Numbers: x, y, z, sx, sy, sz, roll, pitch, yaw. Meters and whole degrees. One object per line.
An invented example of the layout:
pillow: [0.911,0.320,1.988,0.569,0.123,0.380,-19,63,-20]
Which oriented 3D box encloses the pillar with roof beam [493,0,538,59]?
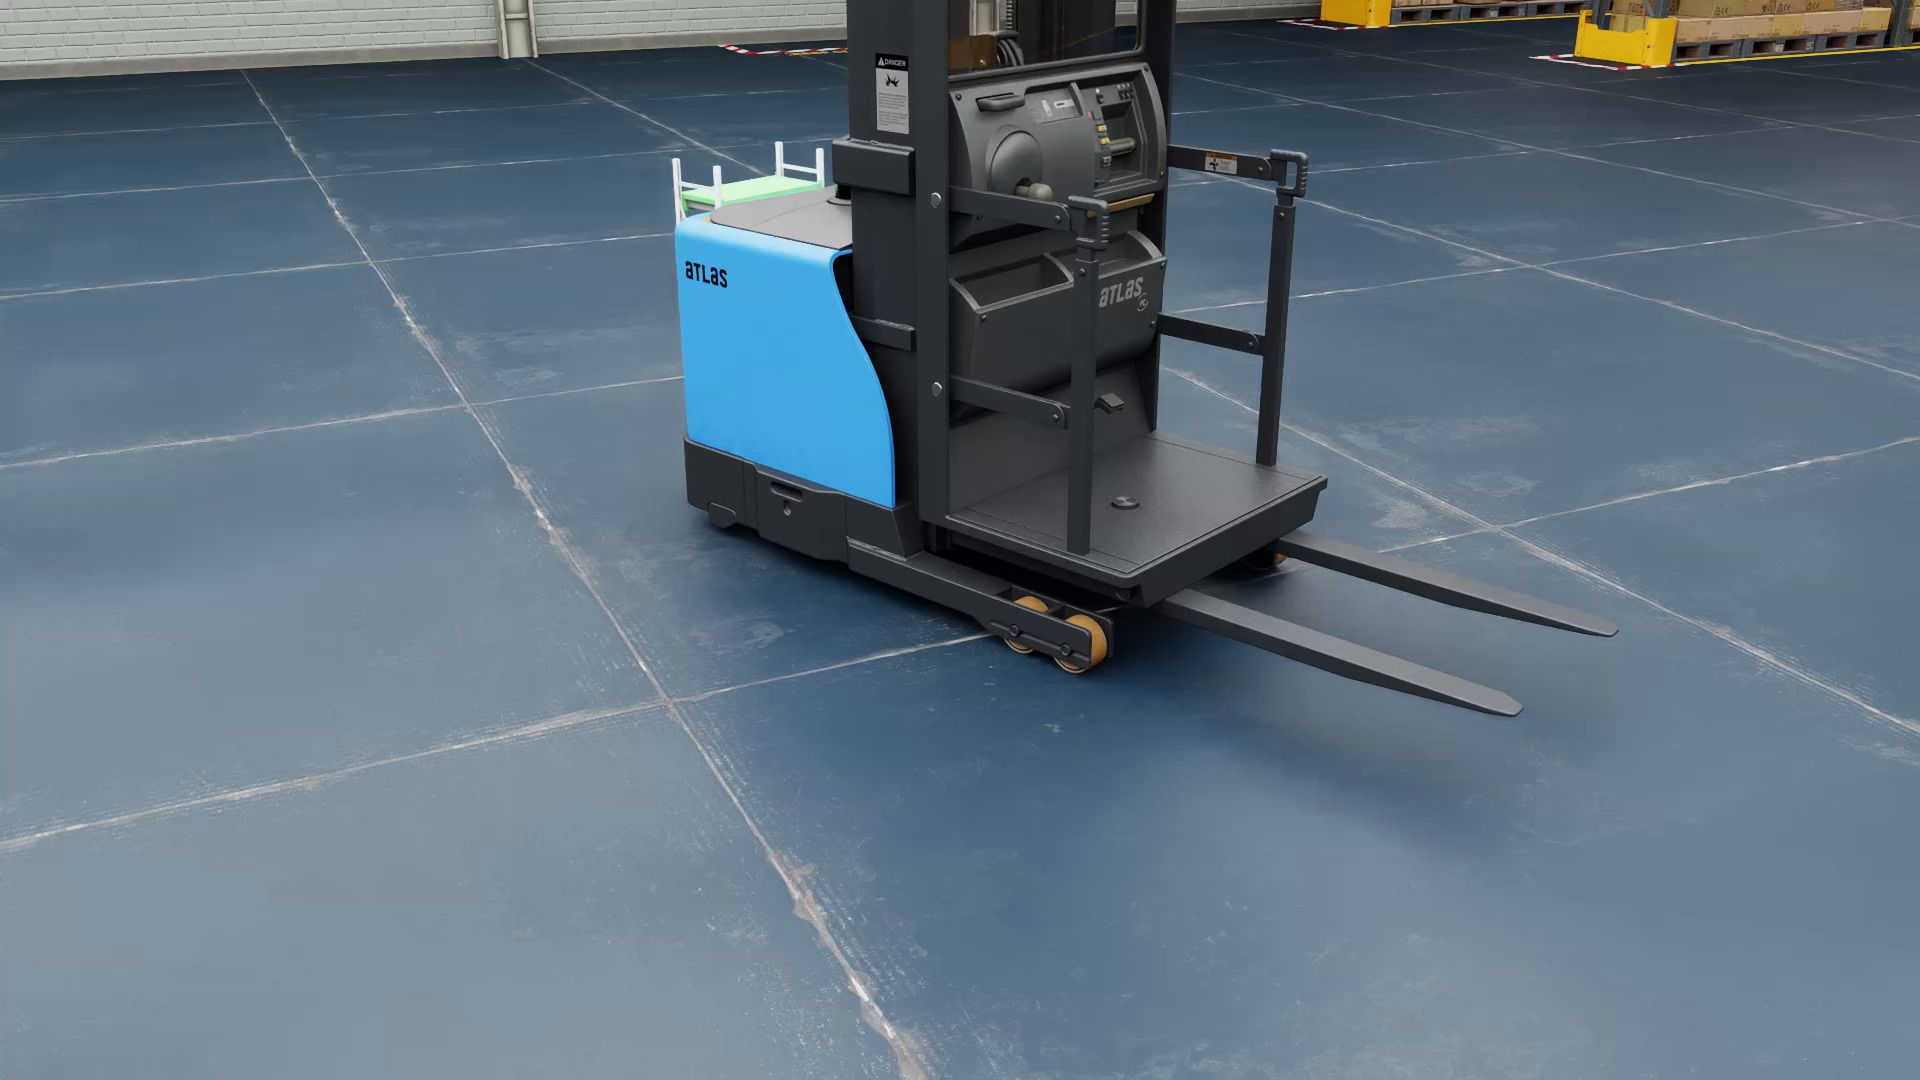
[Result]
pillar with roof beam: [-3.266,-8.295,14.025,0.400,9.000,9.100,-10,25,-24]

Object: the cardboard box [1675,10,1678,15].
cardboard box: [8.376,-6.078,19.558,0.500,0.250,0.500,-10,25,-24]

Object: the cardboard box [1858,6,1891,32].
cardboard box: [10.857,-6.312,20.122,0.500,0.250,0.500,-10,25,-24]

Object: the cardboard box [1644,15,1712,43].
cardboard box: [8.156,-5.813,18.917,0.500,0.250,0.500,-10,25,-24]

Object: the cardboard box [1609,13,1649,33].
cardboard box: [7.931,-5.991,19.348,0.500,0.250,0.500,-10,25,-24]

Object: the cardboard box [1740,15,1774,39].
cardboard box: [9.055,-5.980,19.320,0.500,0.250,0.500,-10,25,-24]

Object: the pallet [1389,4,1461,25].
pallet: [6.240,-7.430,23.424,1.213,0.211,1.003,-10,25,-24]

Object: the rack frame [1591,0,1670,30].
rack frame: [7.576,-6.877,18.441,0.127,3.000,1.000,-10,25,-24]

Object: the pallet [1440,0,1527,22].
pallet: [7.338,-7.631,23.909,1.213,0.211,1.003,-10,25,-24]

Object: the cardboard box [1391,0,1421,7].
cardboard box: [6.087,-7.628,23.197,0.500,0.311,0.500,-14,26,-30]

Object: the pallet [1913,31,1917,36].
pallet: [12.928,-6.592,21.398,1.213,0.211,1.003,-10,25,-24]

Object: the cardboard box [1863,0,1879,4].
cardboard box: [11.421,-6.889,20.784,0.500,0.311,0.500,-10,25,-24]

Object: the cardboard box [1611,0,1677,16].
cardboard box: [7.930,-6.338,19.206,0.500,0.500,0.500,-10,25,-24]

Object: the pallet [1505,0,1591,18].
pallet: [8.439,-7.835,24.402,1.213,0.211,1.003,-10,25,-24]

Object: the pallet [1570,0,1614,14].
pallet: [9.729,-8.088,25.014,1.213,0.211,1.003,-10,25,-24]

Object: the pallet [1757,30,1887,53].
pallet: [10.445,-6.135,20.294,1.213,0.211,1.003,-10,25,-24]

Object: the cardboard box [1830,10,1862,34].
cardboard box: [10.402,-6.232,19.930,0.500,0.250,0.500,-10,25,-24]

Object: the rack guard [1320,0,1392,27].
rack guard: [5.493,-7.441,23.073,0.348,0.500,1.175,-10,25,-24]

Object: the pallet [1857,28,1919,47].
pallet: [11.827,-6.388,20.905,1.213,0.211,1.003,-10,25,-24]

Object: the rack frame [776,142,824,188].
rack frame: [-0.592,-0.896,6.346,0.240,1.200,0.015,19,29,38]

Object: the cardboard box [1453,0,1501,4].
cardboard box: [7.283,-7.915,23.641,0.500,0.500,0.700,-12,25,-27]

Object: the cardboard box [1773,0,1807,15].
cardboard box: [9.508,-6.407,19.372,0.500,0.500,0.500,-10,25,-24]

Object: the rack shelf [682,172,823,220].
rack shelf: [-0.755,-1.211,6.019,0.258,0.148,0.480,19,29,38]

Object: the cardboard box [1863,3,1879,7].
cardboard box: [11.428,-6.633,20.897,0.500,0.250,0.500,-11,25,-24]

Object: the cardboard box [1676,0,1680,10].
cardboard box: [8.825,-6.509,19.619,0.500,0.500,0.500,-10,25,-24]

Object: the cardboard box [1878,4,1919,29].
cardboard box: [11.651,-6.446,20.445,0.500,0.250,0.500,-11,25,-25]

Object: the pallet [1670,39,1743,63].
pallet: [8.247,-5.730,19.316,1.213,0.211,1.003,-10,25,-24]

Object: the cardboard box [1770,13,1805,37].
cardboard box: [9.508,-6.061,19.516,0.500,0.250,0.500,-10,25,-24]

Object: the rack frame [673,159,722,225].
rack frame: [-0.917,-0.757,6.010,0.240,1.200,0.015,19,29,38]

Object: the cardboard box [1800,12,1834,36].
cardboard box: [9.958,-6.144,19.717,0.500,0.250,0.500,-10,25,-24]

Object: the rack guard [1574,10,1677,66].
rack guard: [7.554,-5.718,18.910,0.348,0.500,1.175,-10,25,-24]

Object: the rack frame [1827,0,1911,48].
rack frame: [11.180,-7.540,20.044,0.127,3.000,1.000,-10,25,-24]

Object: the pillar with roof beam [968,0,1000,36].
pillar with roof beam: [2.140,-9.291,16.429,0.400,9.000,9.100,-10,25,-24]

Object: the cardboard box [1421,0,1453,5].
cardboard box: [6.600,-7.723,23.425,0.500,0.311,0.500,-8,24,-19]

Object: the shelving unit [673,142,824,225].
shelving unit: [-0.755,-0.827,6.178,0.258,1.200,0.503,19,29,38]

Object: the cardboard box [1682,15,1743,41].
cardboard box: [8.605,-5.897,19.120,0.500,0.250,0.500,-10,25,-24]

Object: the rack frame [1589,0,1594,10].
rack frame: [9.028,-9.247,24.167,0.127,3.000,1.000,-10,25,-24]

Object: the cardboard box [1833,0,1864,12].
cardboard box: [10.401,-6.579,19.788,0.500,0.500,0.500,-10,25,-24]

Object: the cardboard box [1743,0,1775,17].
cardboard box: [9.050,-6.330,19.186,0.500,0.500,0.500,-10,25,-24]

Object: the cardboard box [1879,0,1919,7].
cardboard box: [11.661,-6.706,20.341,0.500,0.311,0.500,-10,25,-23]

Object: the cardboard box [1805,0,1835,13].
cardboard box: [9.953,-6.495,19.585,0.500,0.500,0.500,-10,25,-24]

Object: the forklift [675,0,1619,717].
forklift: [0.467,-1.195,4.804,3.031,2.935,1.130,19,29,38]

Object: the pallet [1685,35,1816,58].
pallet: [9.345,-5.931,19.801,1.213,0.211,1.003,-10,25,-24]

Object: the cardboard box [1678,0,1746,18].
cardboard box: [8.605,-6.243,18.975,0.500,0.500,0.500,-10,25,-24]
